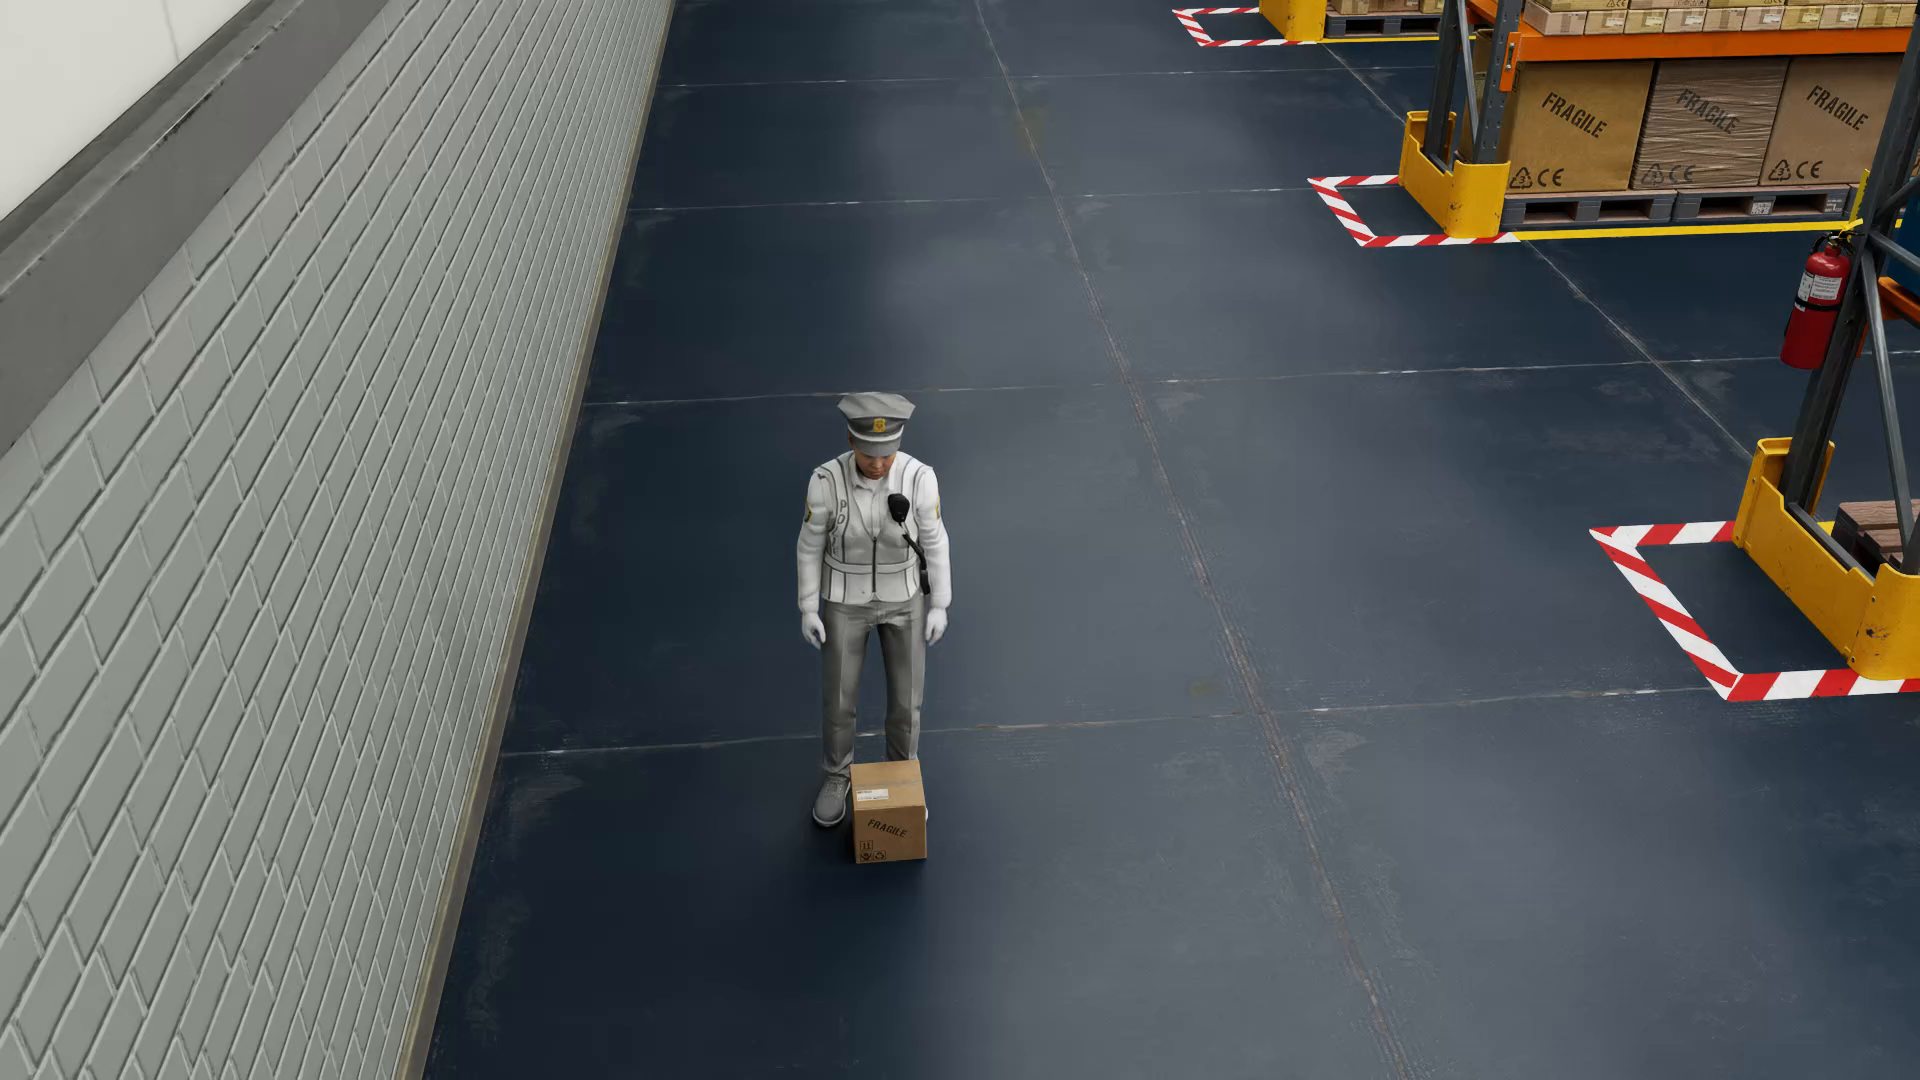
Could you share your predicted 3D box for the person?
[{"bbox_3d":[-0.292,0.245,5.728,0.527,1.662,0.409,-3,31,-5],"label":"person"}]
